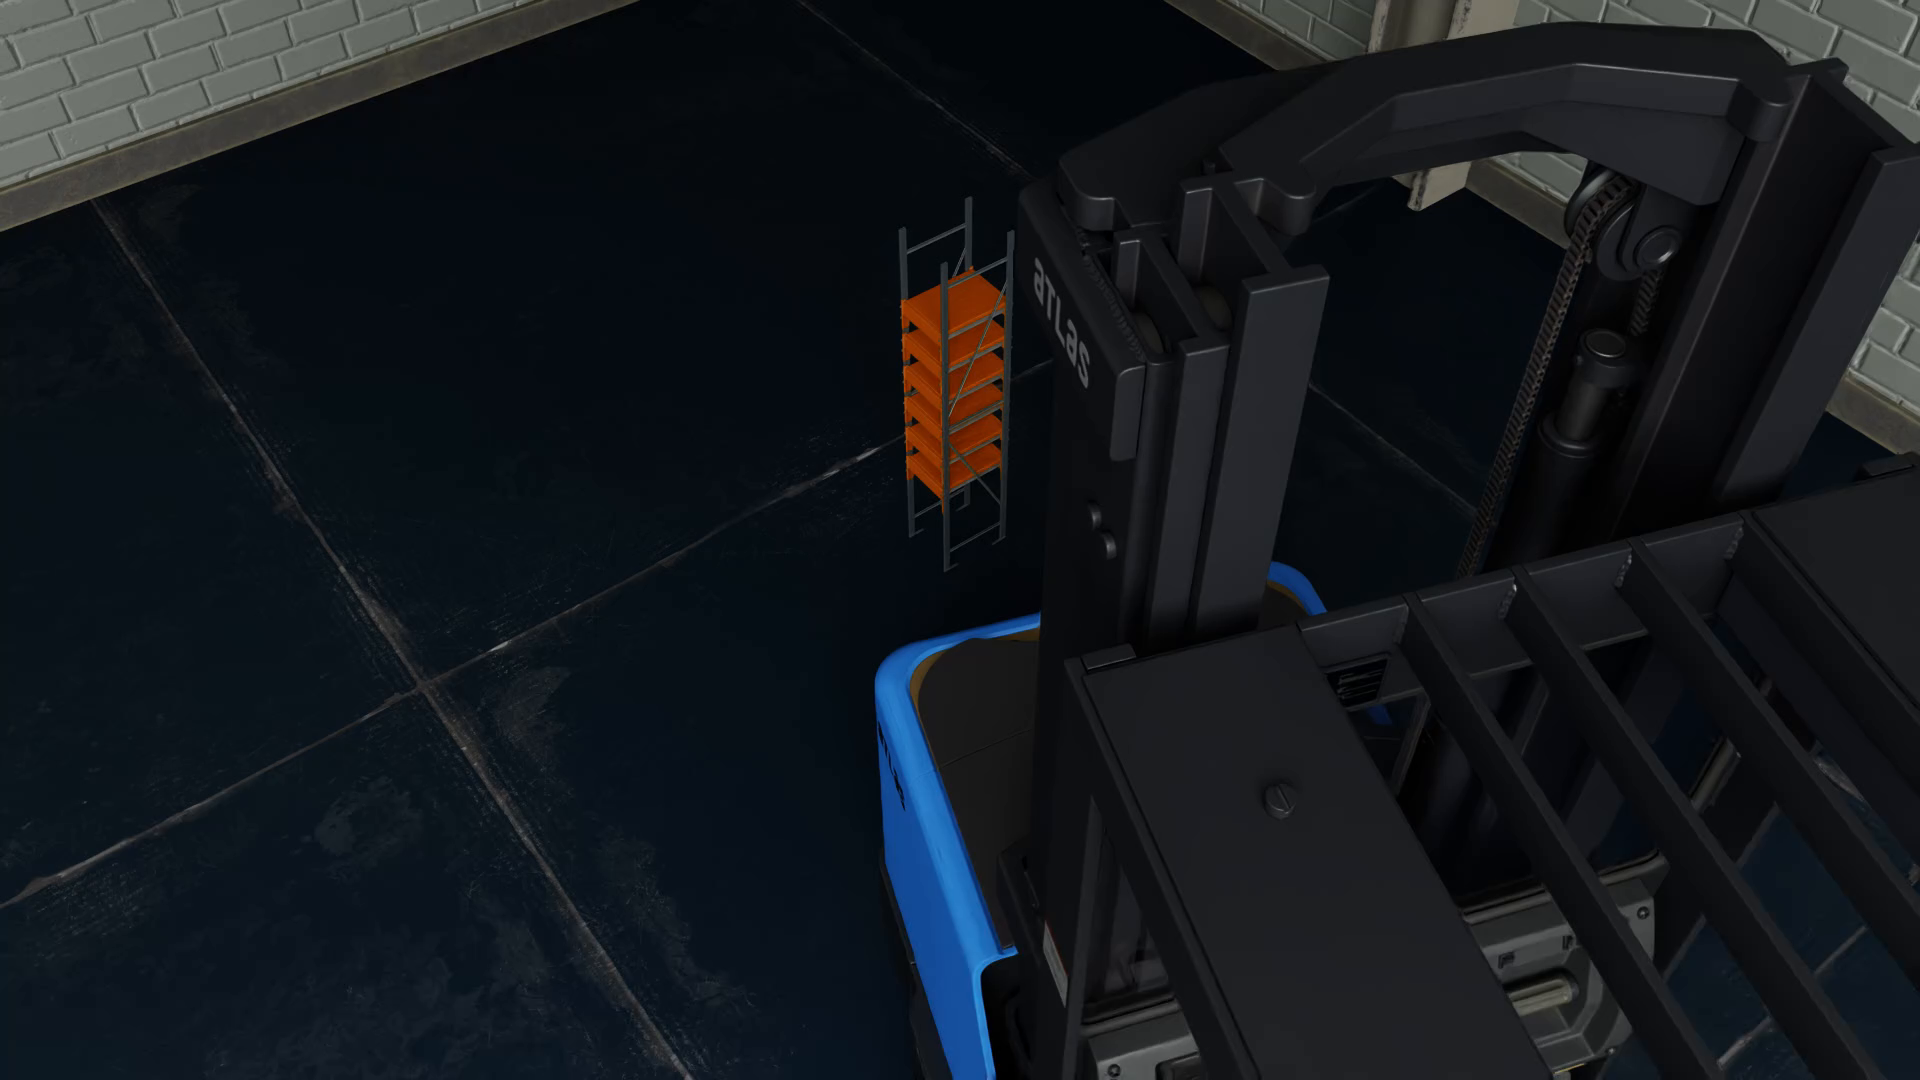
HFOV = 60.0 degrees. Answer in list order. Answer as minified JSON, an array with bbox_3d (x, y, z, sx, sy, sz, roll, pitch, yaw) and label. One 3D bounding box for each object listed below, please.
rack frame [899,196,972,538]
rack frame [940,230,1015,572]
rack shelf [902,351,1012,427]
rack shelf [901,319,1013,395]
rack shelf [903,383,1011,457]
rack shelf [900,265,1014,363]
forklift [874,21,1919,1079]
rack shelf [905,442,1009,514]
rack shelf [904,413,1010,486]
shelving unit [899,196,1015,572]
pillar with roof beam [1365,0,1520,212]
[{"bbox_3d":[-0.064,-0.465,4.862,0.240,1.200,0.006,-29,54,-24],"label":"rack frame"},{"bbox_3d":[0.047,-0.358,4.764,0.240,1.200,0.006,-29,54,-24],"label":"rack frame"},{"bbox_3d":[-0.009,-0.462,4.757,0.258,0.103,0.180,-29,54,-24],"label":"rack shelf"},{"bbox_3d":[-0.009,-0.543,4.668,0.258,0.103,0.180,-29,54,-24],"label":"rack shelf"},{"bbox_3d":[-0.009,-0.382,4.846,0.258,0.103,0.180,-29,54,-24],"label":"rack shelf"},{"bbox_3d":[-0.009,-0.623,4.579,0.258,0.103,0.180,-29,54,-24],"label":"rack shelf"},{"bbox_3d":[0.717,0.916,2.441,1.130,2.935,3.031,-13,49,-11],"label":"forklift"},{"bbox_3d":[-0.009,-0.220,5.024,0.258,0.103,0.180,-29,54,-24],"label":"rack shelf"},{"bbox_3d":[-0.009,-0.301,4.935,0.258,0.103,0.180,-29,54,-24],"label":"rack shelf"},{"bbox_3d":[-0.009,-0.412,4.813,0.258,1.200,0.189,-29,54,-24],"label":"shelving unit"},{"bbox_3d":[-1.668,-2.537,1.476,9.100,9.000,0.400,-29,54,-24],"label":"pillar with roof beam"}]
